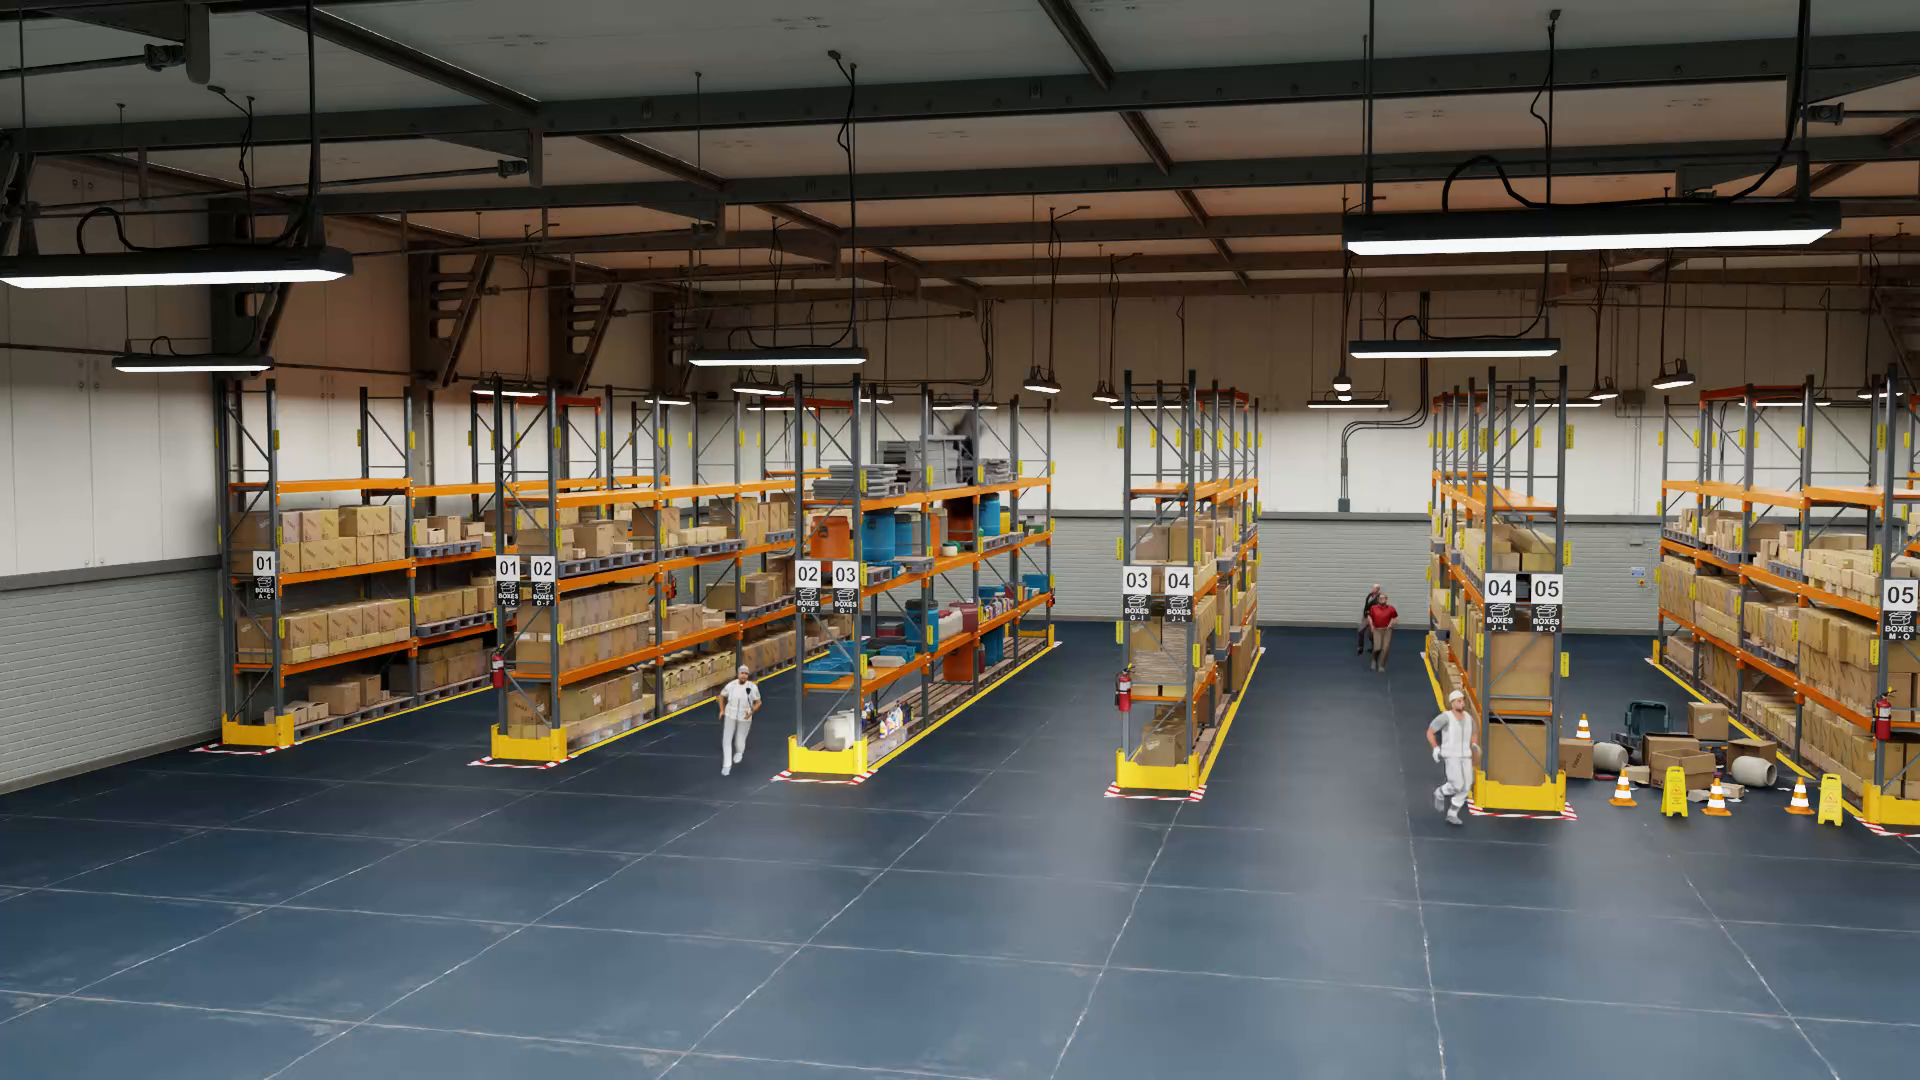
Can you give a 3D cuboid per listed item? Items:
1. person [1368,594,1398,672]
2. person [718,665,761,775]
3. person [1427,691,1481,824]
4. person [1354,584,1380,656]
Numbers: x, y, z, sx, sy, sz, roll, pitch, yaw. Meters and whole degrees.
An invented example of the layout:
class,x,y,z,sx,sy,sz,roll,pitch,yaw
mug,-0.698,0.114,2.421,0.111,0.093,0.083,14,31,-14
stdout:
class,x,y,z,sx,sy,sz,roll,pitch,yaw
person,9.100,2.010,35.788,0.644,1.691,0.605,1,4,14
person,-3.336,2.704,25.163,0.646,1.635,0.682,0,3,0
person,6.483,2.834,21.699,0.676,1.737,0.602,-1,4,-17
person,9.646,1.873,38.685,0.752,1.732,0.692,-3,4,-39
